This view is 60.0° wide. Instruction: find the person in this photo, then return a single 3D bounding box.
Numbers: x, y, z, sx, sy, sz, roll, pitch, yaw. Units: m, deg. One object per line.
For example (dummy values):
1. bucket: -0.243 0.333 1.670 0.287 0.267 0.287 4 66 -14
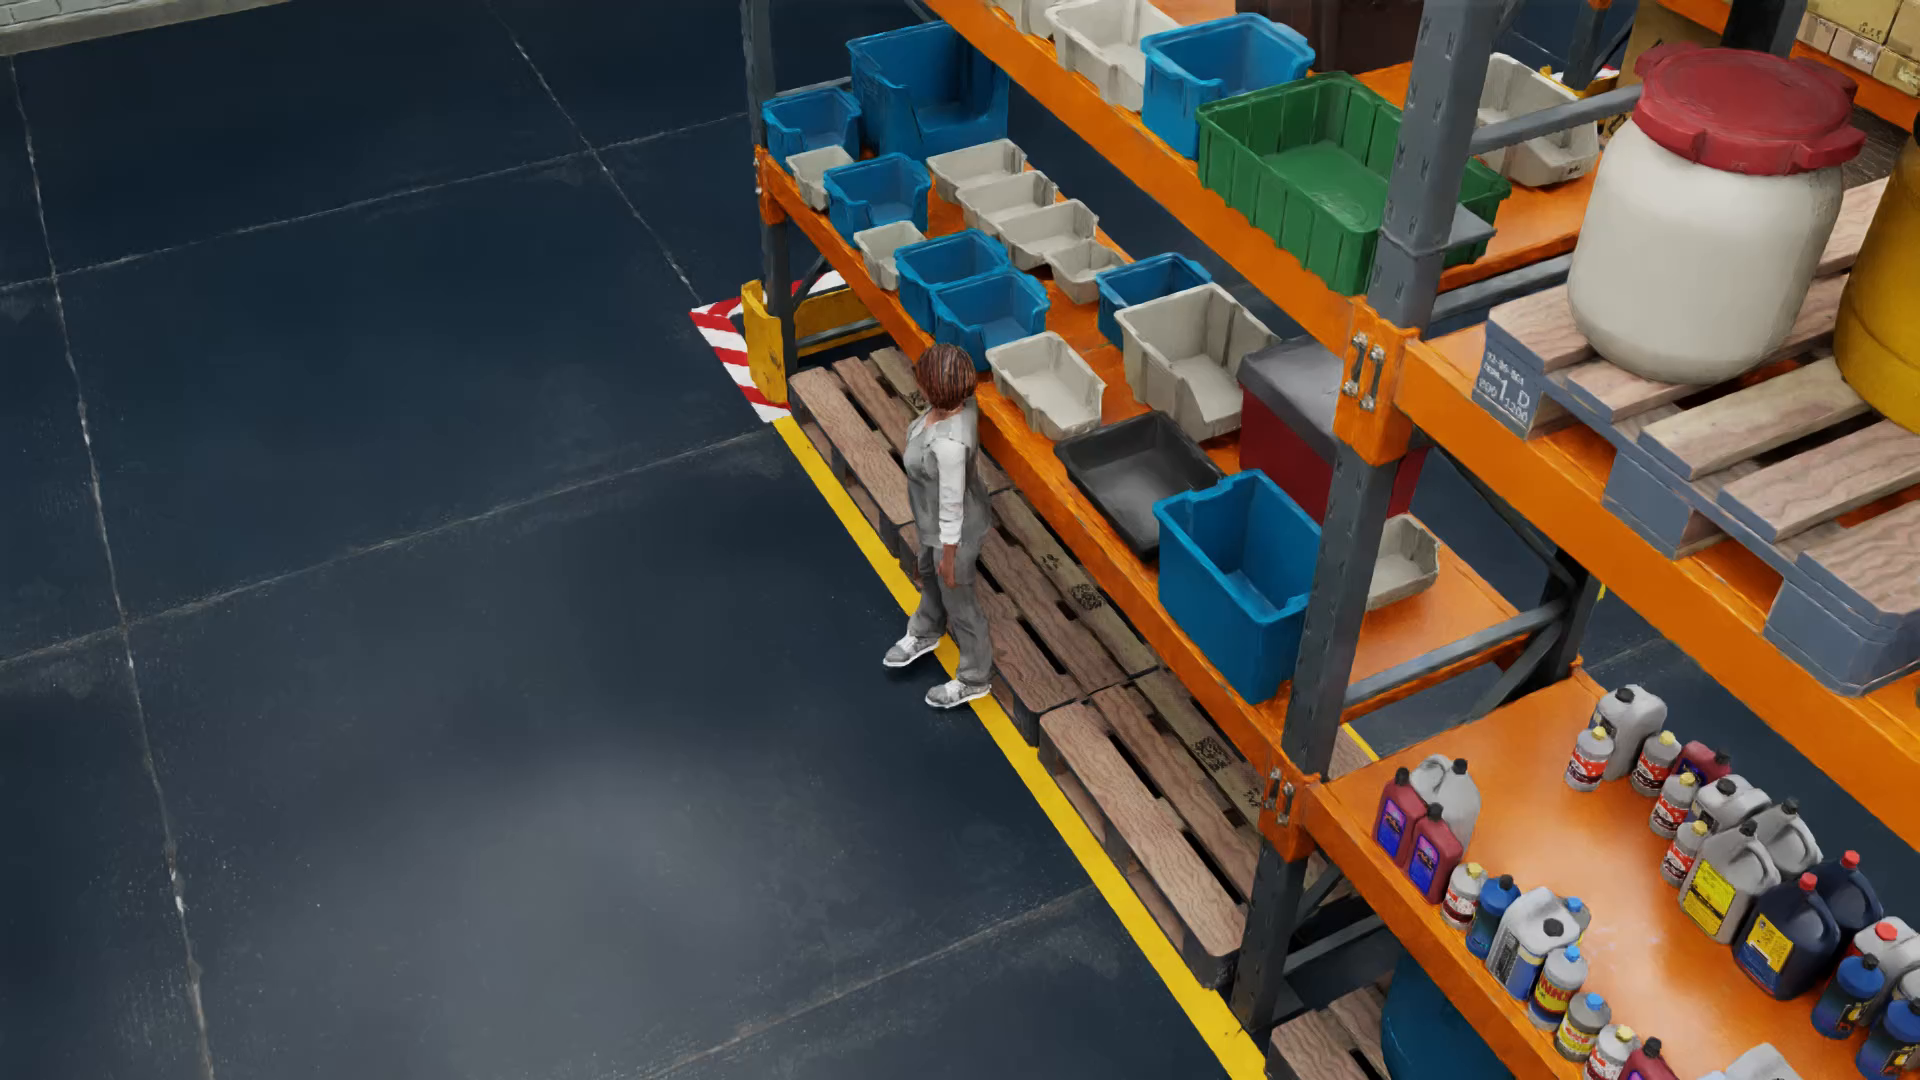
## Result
1. person: -0.081 -0.047 6.187 0.455 1.600 0.450 0 42 0
